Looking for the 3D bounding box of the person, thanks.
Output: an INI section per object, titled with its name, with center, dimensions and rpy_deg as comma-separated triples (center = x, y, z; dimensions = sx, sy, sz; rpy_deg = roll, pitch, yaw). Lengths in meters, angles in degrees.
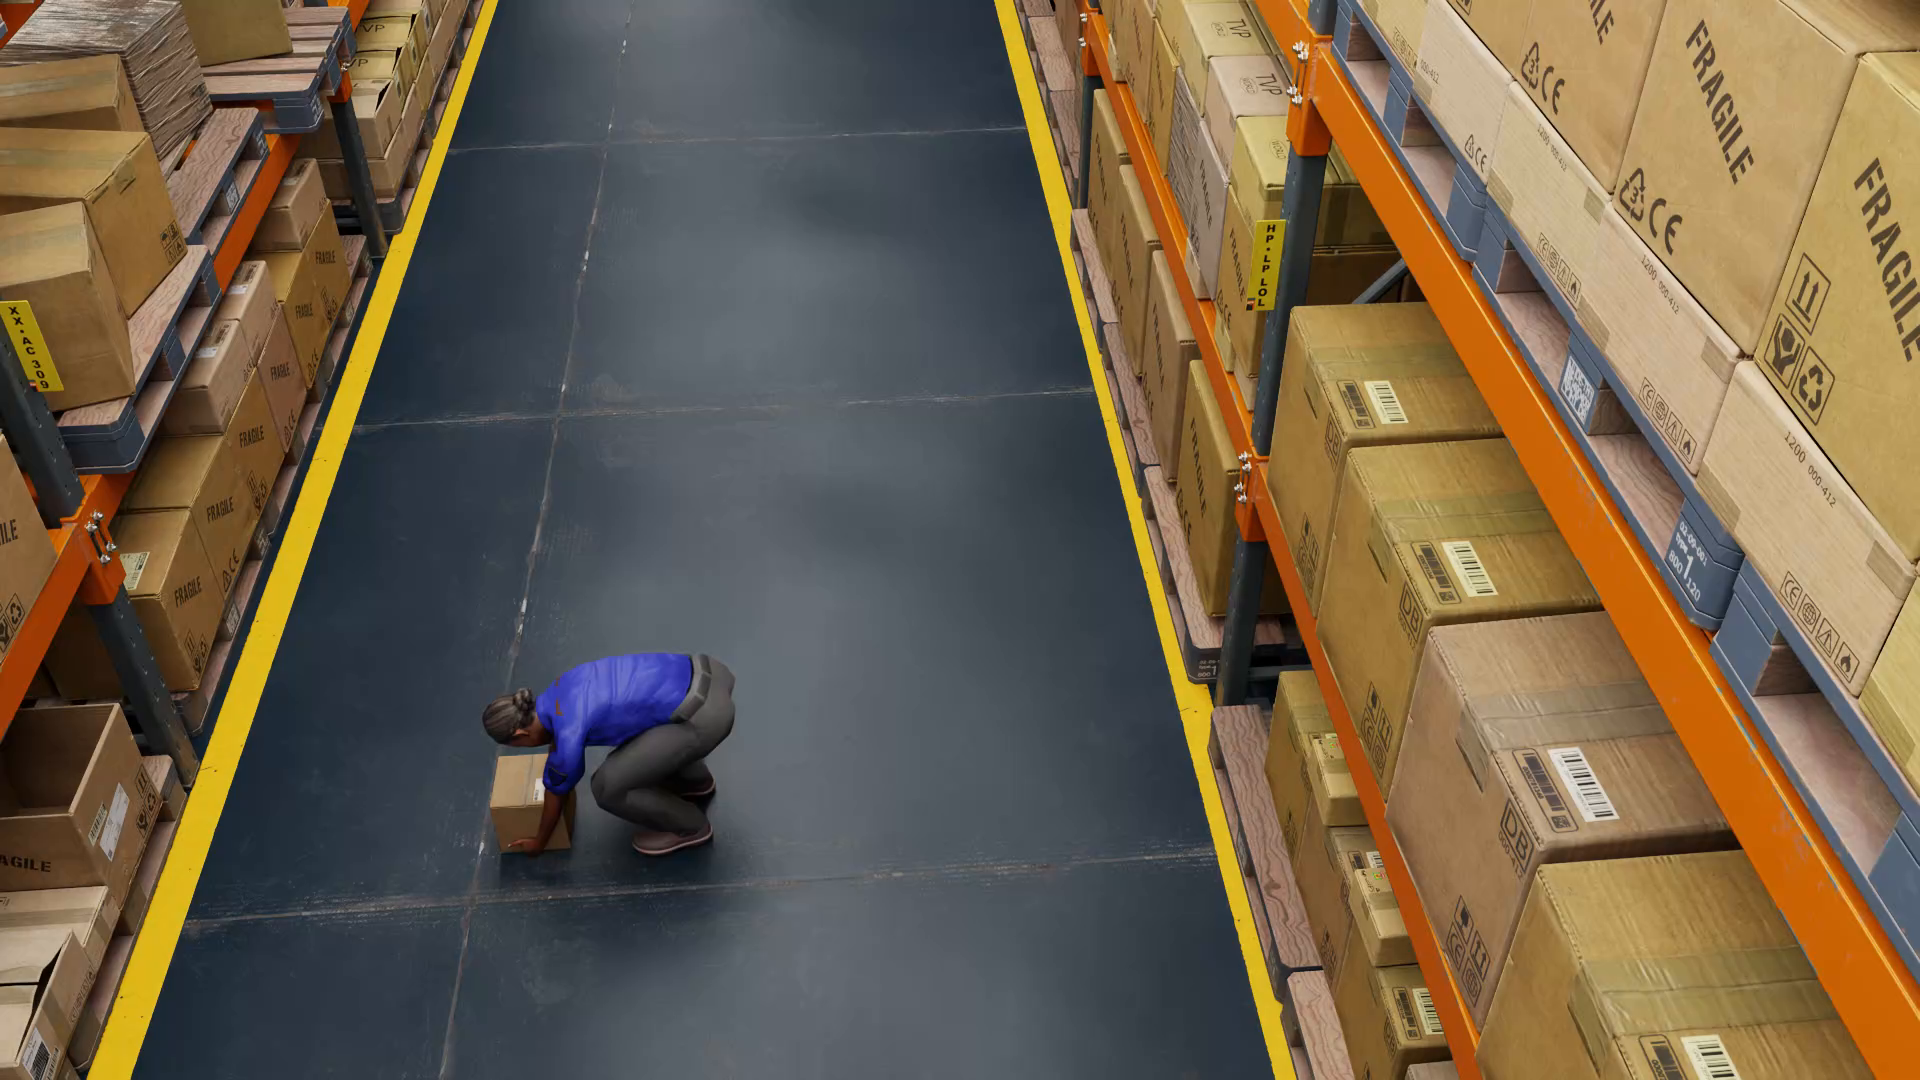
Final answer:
[person]
center = -1.043, 0.390, 5.680
dimensions = 0.345, 1.659, 0.494
rpy_deg = -4, 40, -5
